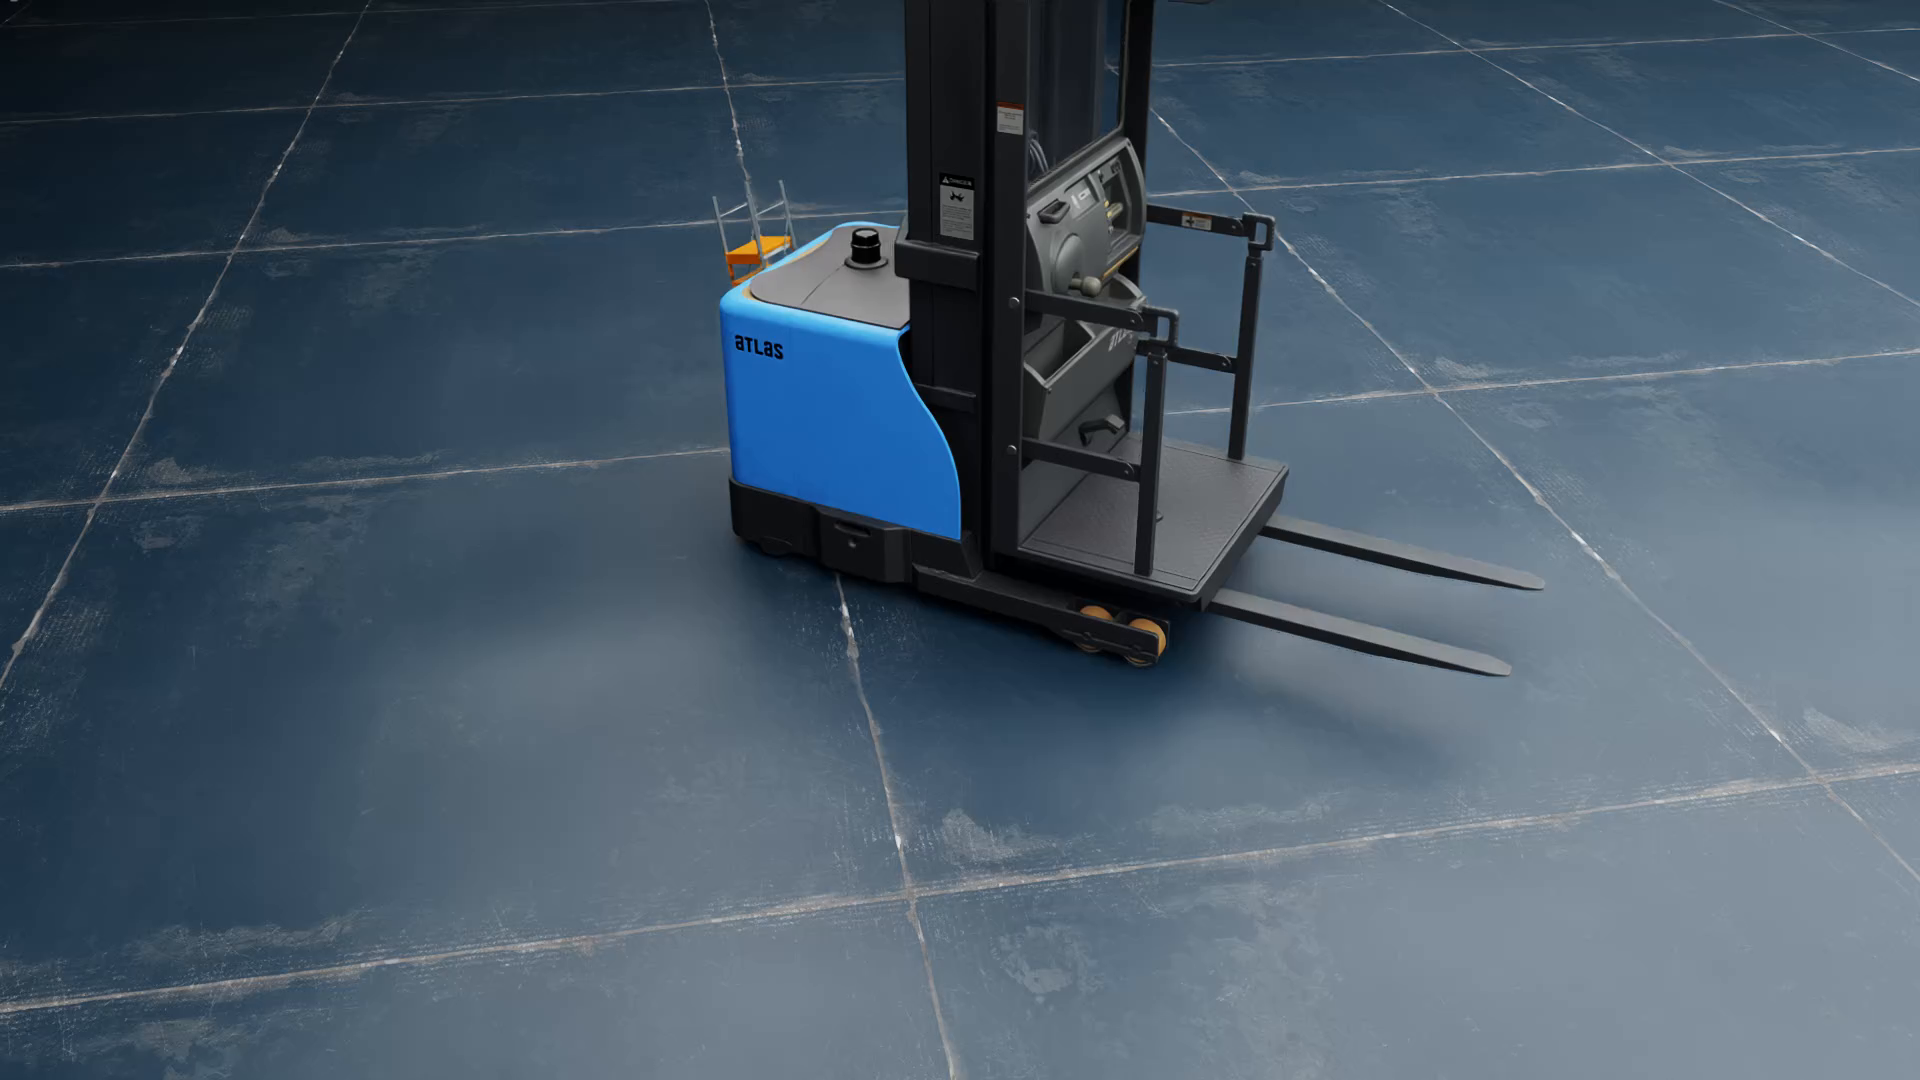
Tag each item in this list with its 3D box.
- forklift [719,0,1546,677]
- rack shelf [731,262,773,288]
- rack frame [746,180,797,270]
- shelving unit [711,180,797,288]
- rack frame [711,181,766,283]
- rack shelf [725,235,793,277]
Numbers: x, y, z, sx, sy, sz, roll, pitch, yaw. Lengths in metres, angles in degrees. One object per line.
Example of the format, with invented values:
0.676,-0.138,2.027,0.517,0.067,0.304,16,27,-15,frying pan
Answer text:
0.633,-1.119,5.761,3.031,2.935,1.130,15,33,23,forklift
-0.810,-1.085,7.019,0.180,0.103,0.258,6,29,32,rack shelf
-0.700,-0.902,7.050,0.006,1.200,0.240,6,29,32,rack frame
-0.777,-0.910,7.099,0.189,1.200,0.258,6,29,32,shelving unit
-0.854,-0.918,7.148,0.006,1.200,0.240,6,29,32,rack frame
-0.830,-1.192,6.969,0.180,0.103,0.258,6,29,32,rack shelf
